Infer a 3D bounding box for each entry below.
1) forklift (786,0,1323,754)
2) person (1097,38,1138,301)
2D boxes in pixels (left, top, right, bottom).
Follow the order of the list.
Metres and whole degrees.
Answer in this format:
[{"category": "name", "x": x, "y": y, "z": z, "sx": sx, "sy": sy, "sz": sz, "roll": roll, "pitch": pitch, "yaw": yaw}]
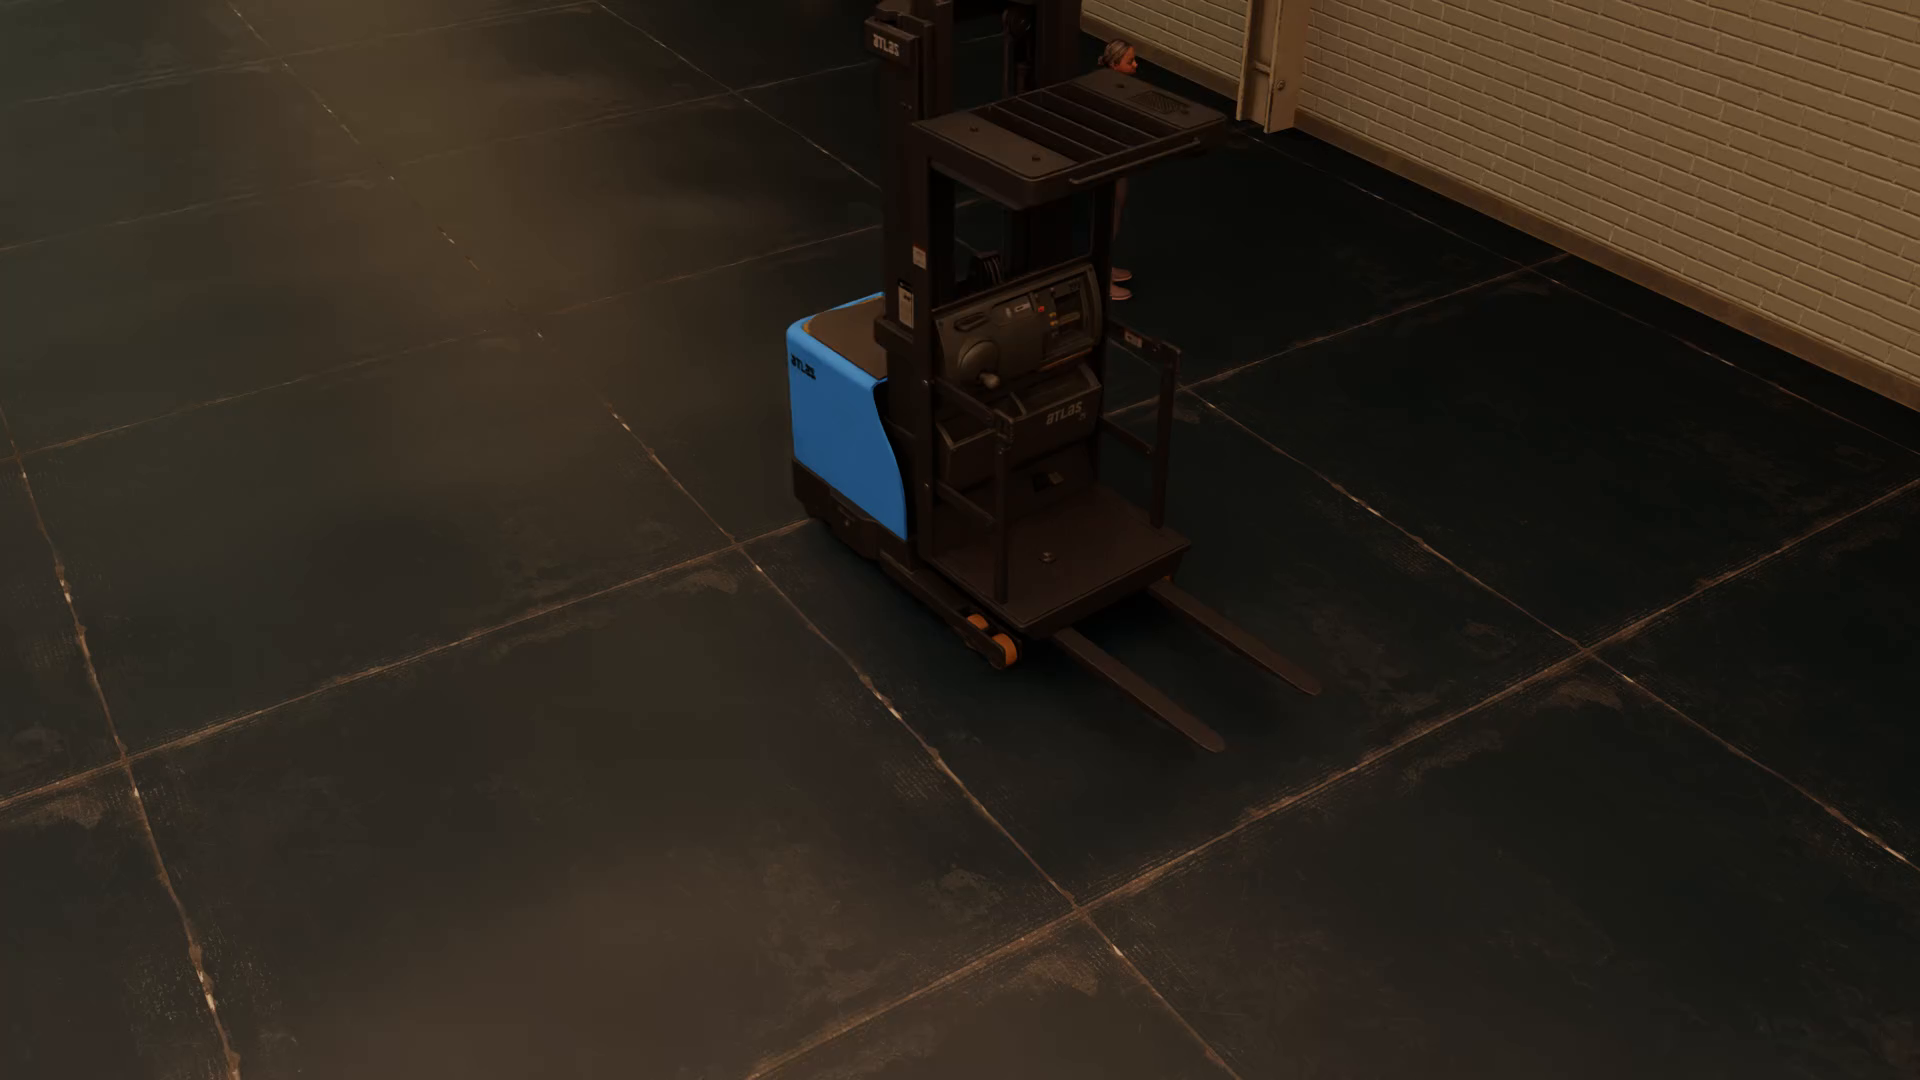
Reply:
[{"category": "forklift", "x": 0.411, "y": -0.917, "z": 7.453, "sx": 1.130, "sy": 2.935, "sz": 3.031, "roll": -24, "pitch": 42, "yaw": -30}, {"category": "person", "x": 0.997, "y": -2.380, "z": 10.644, "sx": 0.325, "sy": 1.662, "sz": 0.447, "roll": 5, "pitch": 35, "yaw": 7}]
